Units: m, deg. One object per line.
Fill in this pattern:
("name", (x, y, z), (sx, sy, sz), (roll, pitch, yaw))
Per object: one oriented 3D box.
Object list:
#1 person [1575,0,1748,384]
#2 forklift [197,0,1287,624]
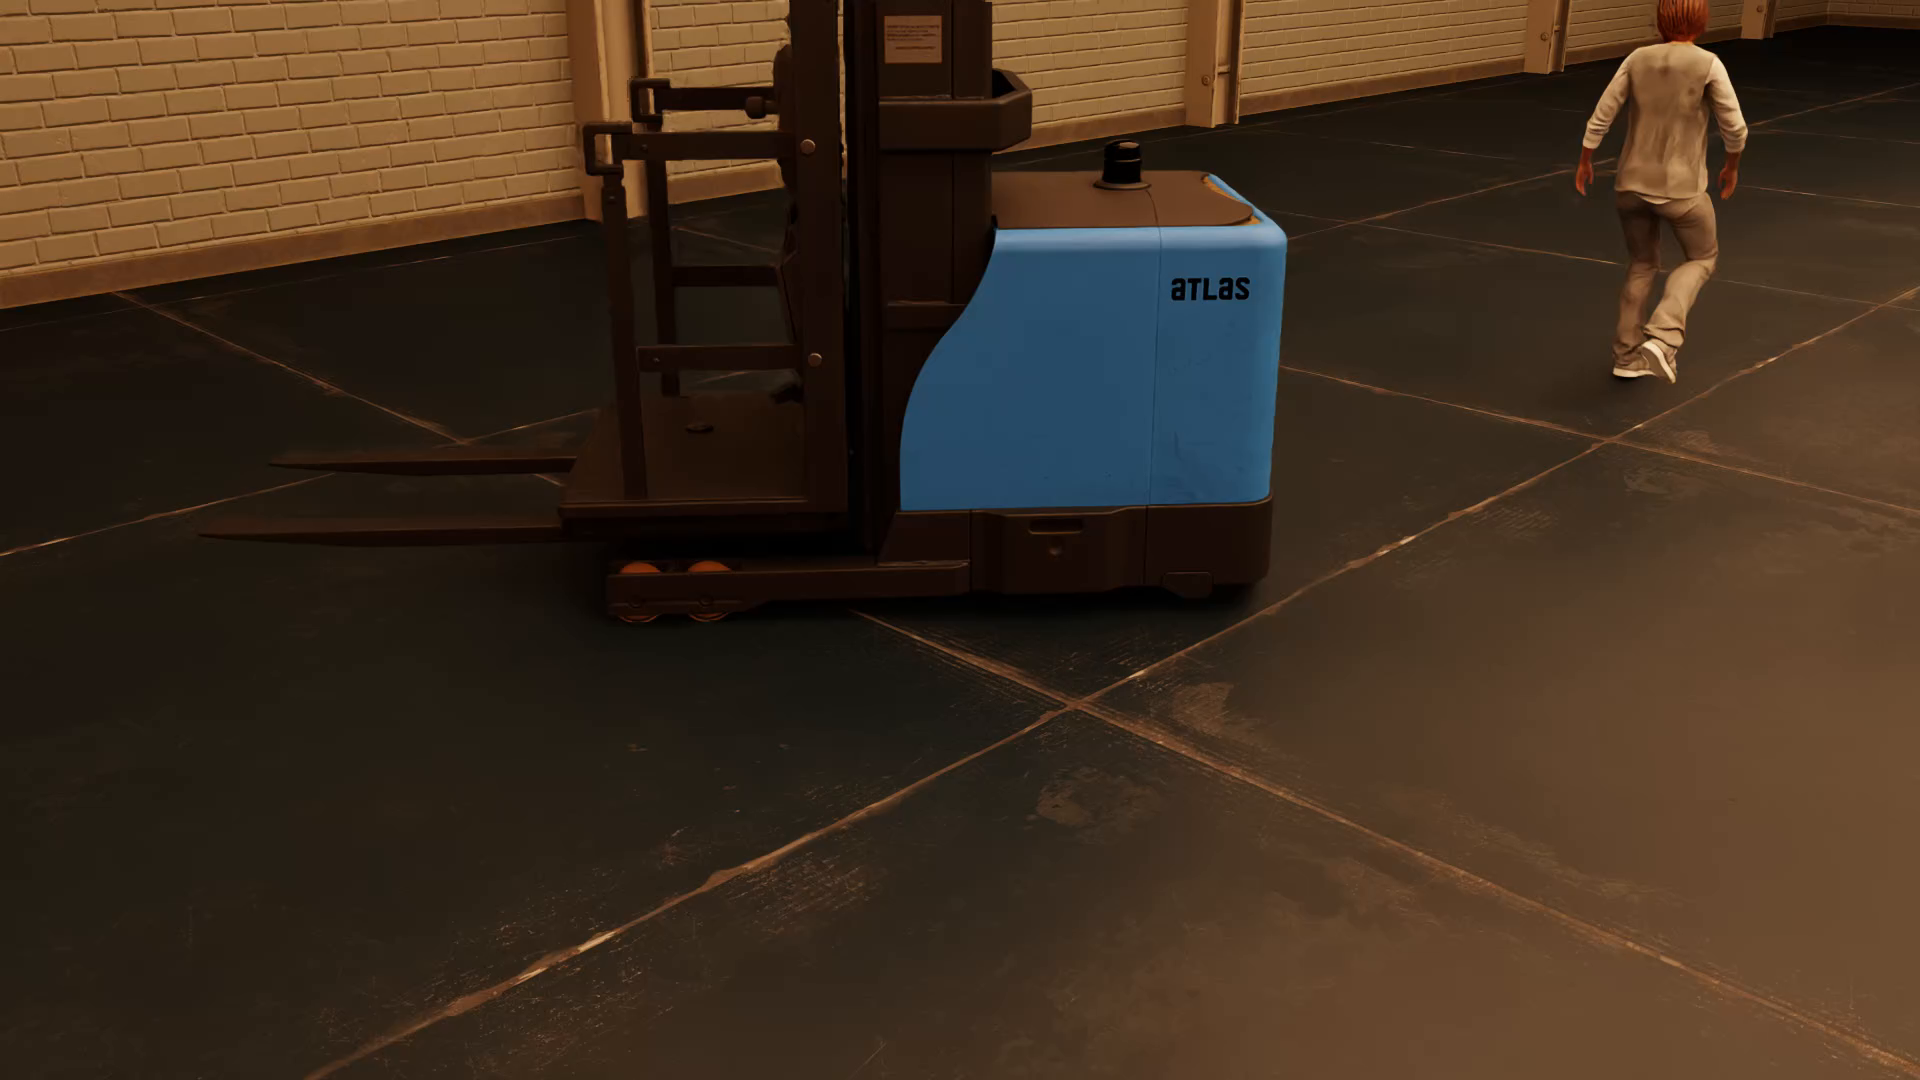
("person", (2.794, -1.408, 6.675), (0.418, 1.559, 0.649), (-18, 28, -38))
("forklift", (-0.650, -1.330, 4.600), (3.031, 2.935, 1.130), (-1, 22, -3))
